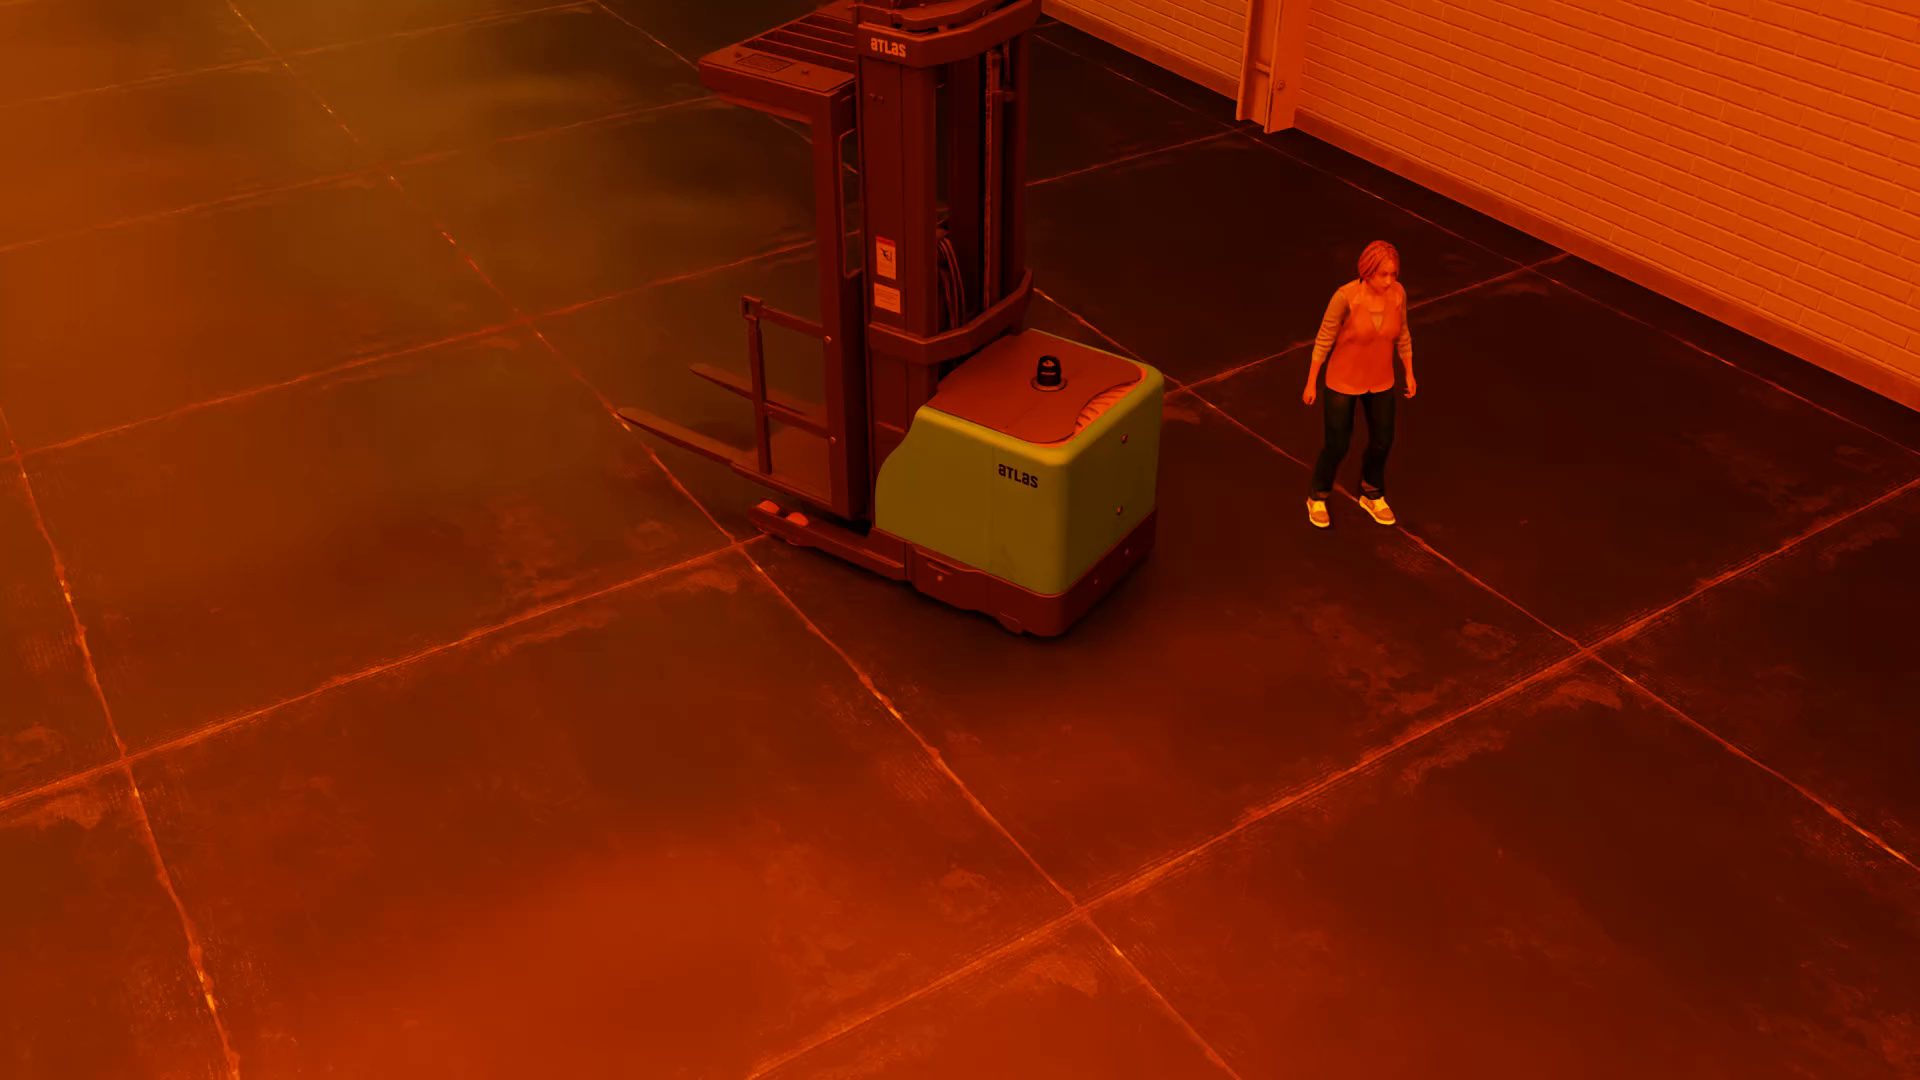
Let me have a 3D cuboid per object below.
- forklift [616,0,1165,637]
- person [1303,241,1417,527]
[{"bbox_3d":[-0.500,-1.399,8.138,3.031,2.935,1.130,22,41,28],"label":"forklift"},{"bbox_3d":[2.040,-0.783,8.432,0.579,1.586,0.343,-7,36,-10],"label":"person"}]
